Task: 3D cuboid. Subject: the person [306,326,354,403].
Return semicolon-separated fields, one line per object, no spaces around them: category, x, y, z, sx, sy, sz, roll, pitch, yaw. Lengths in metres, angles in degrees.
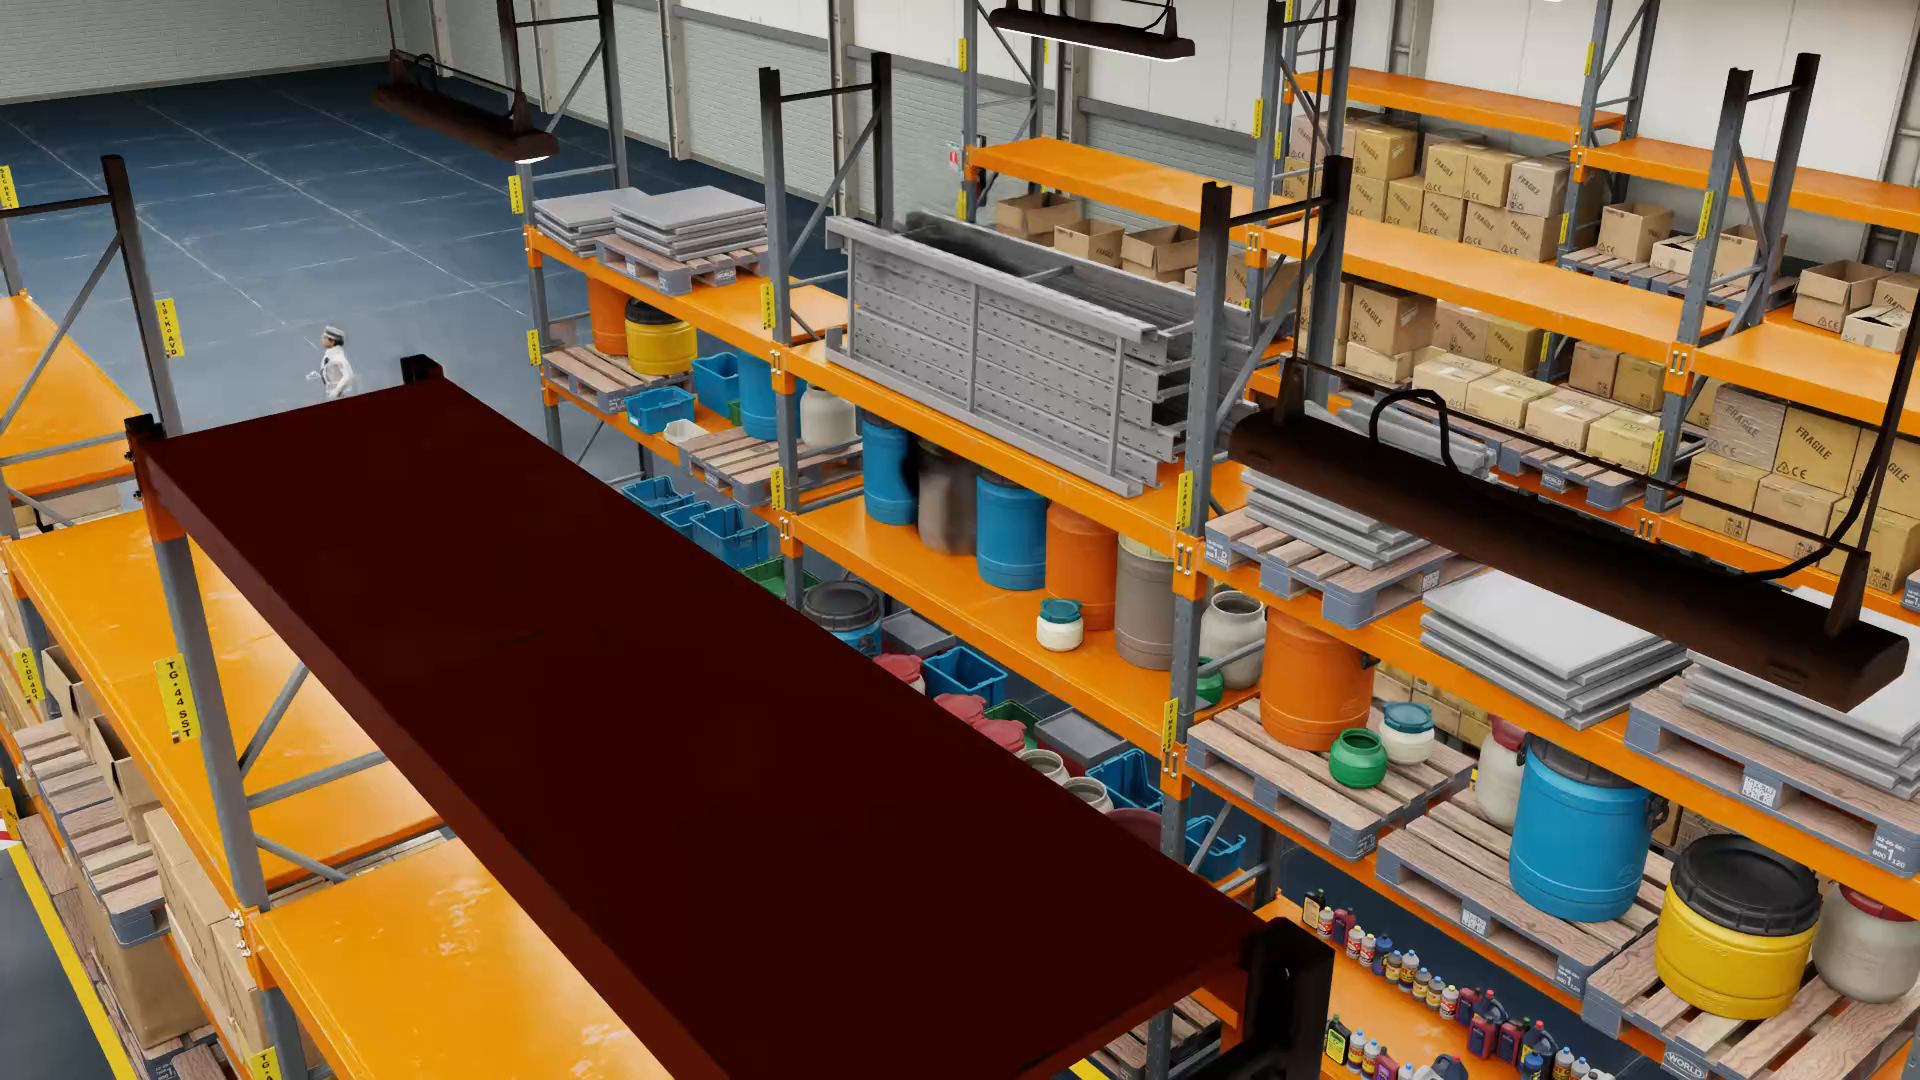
person;-7.540;-1.771;19.995;0.554;1.656;0.602;-8;27;-16
